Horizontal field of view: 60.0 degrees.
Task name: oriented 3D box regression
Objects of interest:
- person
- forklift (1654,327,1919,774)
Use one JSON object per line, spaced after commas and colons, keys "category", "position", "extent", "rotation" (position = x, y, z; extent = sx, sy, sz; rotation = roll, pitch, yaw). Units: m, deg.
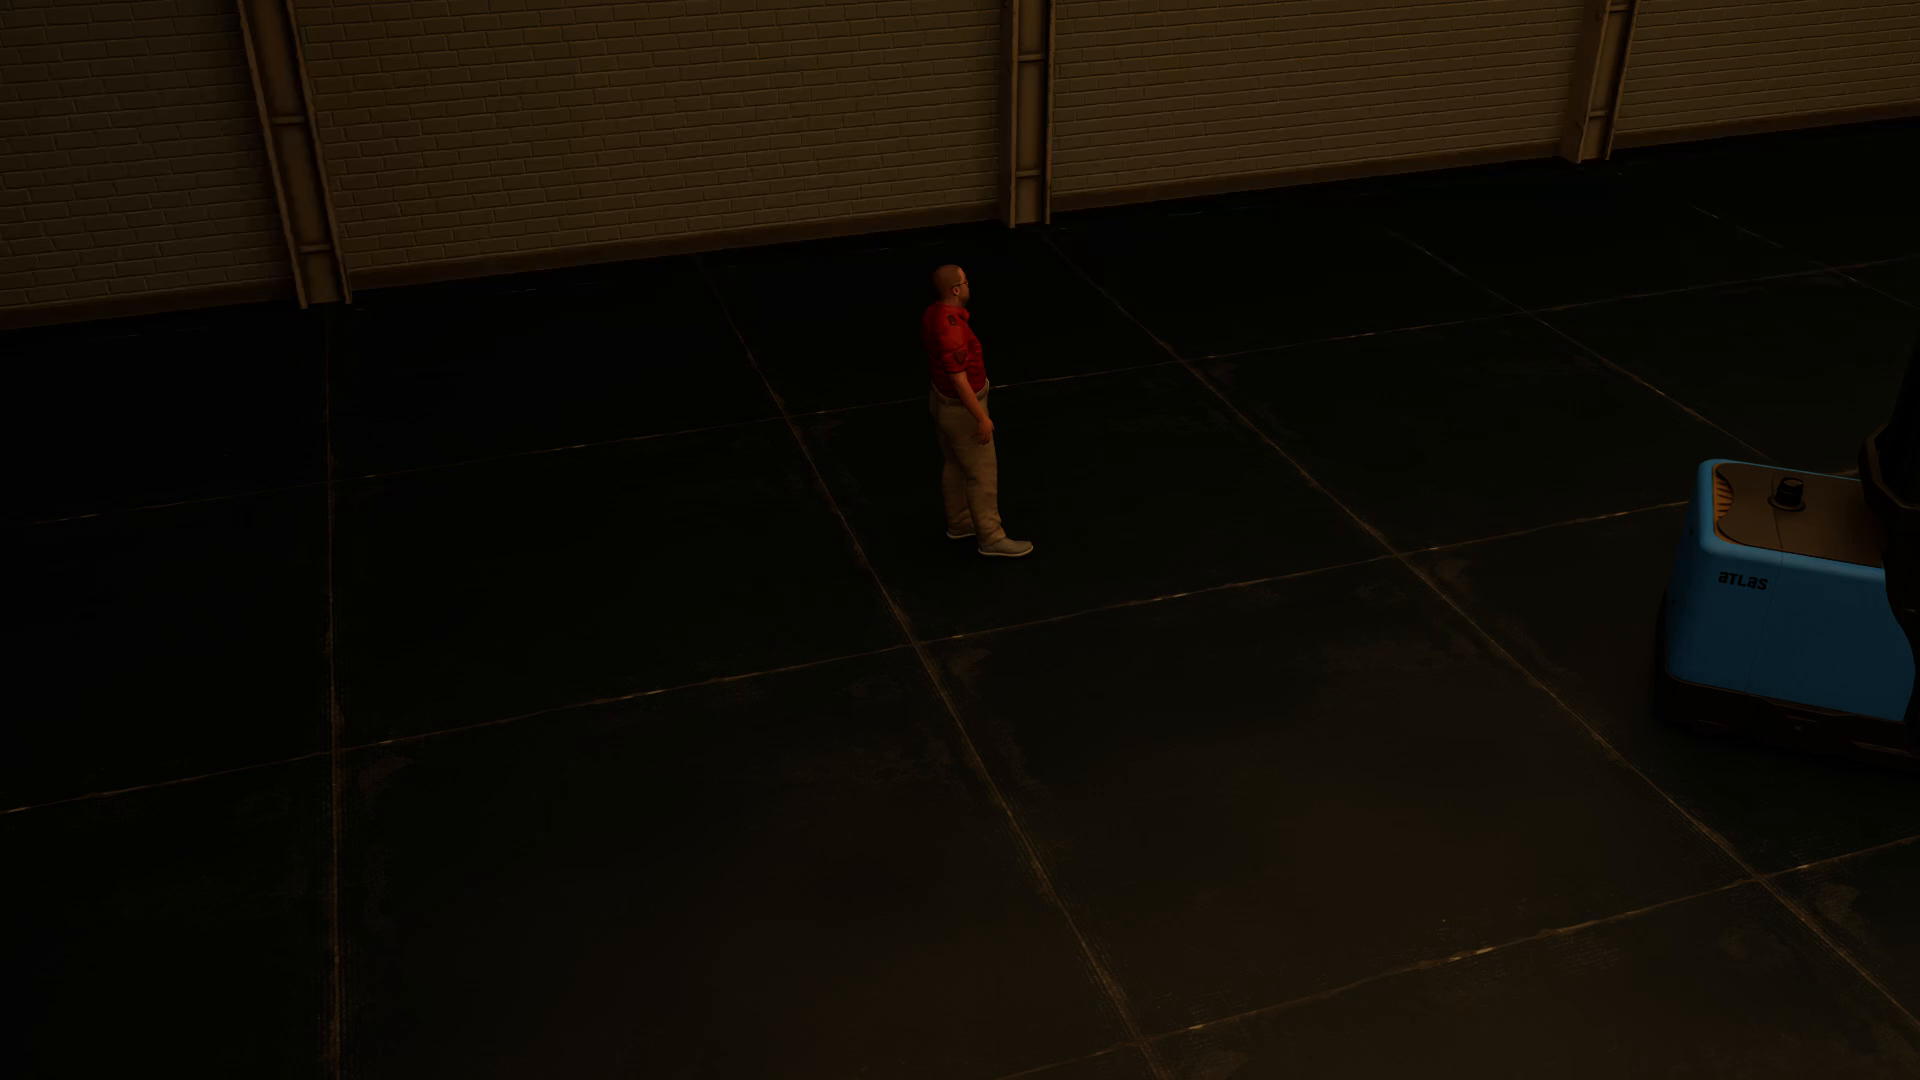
{"category": "person", "position": [0.089, -0.765, 9.606], "extent": [0.550, 1.728, 0.641], "rotation": [-10, 31, -16]}
{"category": "forklift", "position": [5.079, -0.293, 7.596], "extent": [3.031, 2.935, 1.130], "rotation": [11, 32, 18]}
